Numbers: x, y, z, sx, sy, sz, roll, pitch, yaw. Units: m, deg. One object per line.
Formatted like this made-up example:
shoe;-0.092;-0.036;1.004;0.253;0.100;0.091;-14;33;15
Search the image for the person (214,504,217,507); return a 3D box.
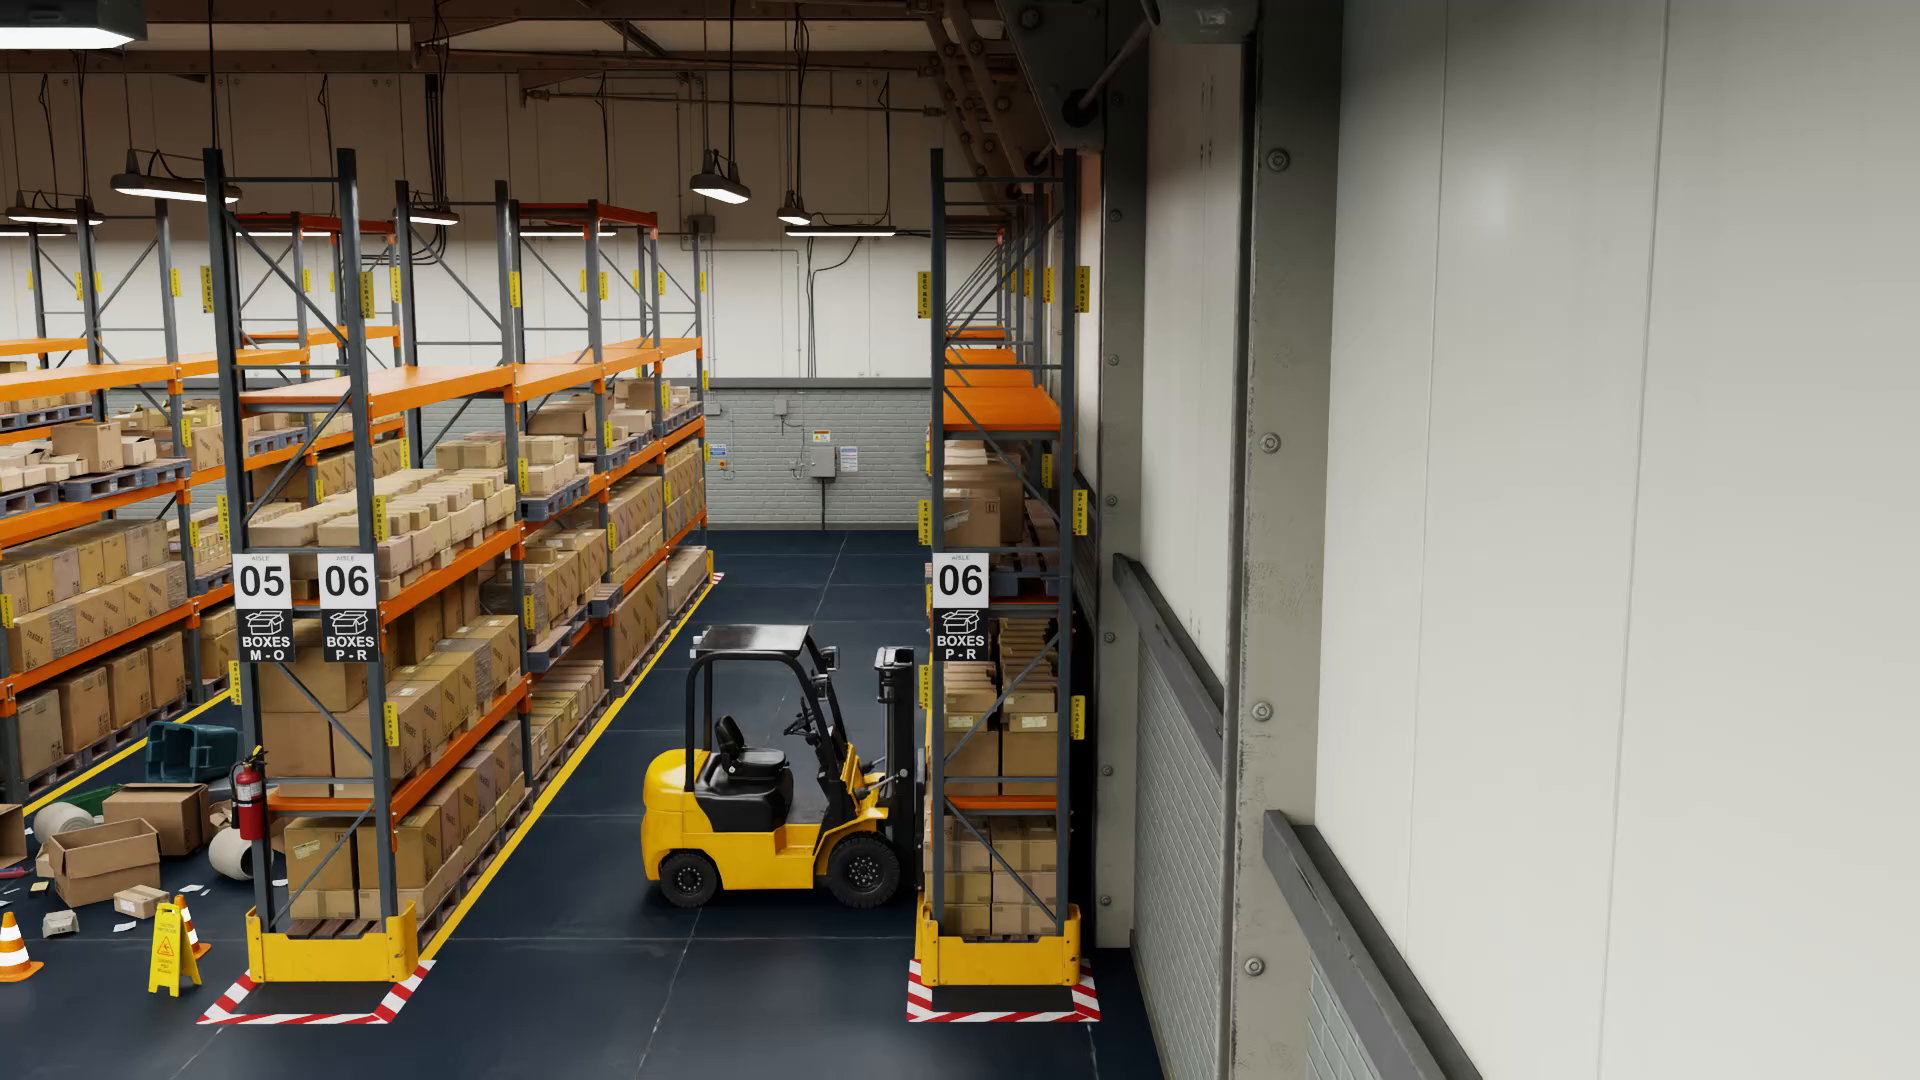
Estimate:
person;-11.477;0.243;25.997;0.551;1.665;0.711;1;9;6
